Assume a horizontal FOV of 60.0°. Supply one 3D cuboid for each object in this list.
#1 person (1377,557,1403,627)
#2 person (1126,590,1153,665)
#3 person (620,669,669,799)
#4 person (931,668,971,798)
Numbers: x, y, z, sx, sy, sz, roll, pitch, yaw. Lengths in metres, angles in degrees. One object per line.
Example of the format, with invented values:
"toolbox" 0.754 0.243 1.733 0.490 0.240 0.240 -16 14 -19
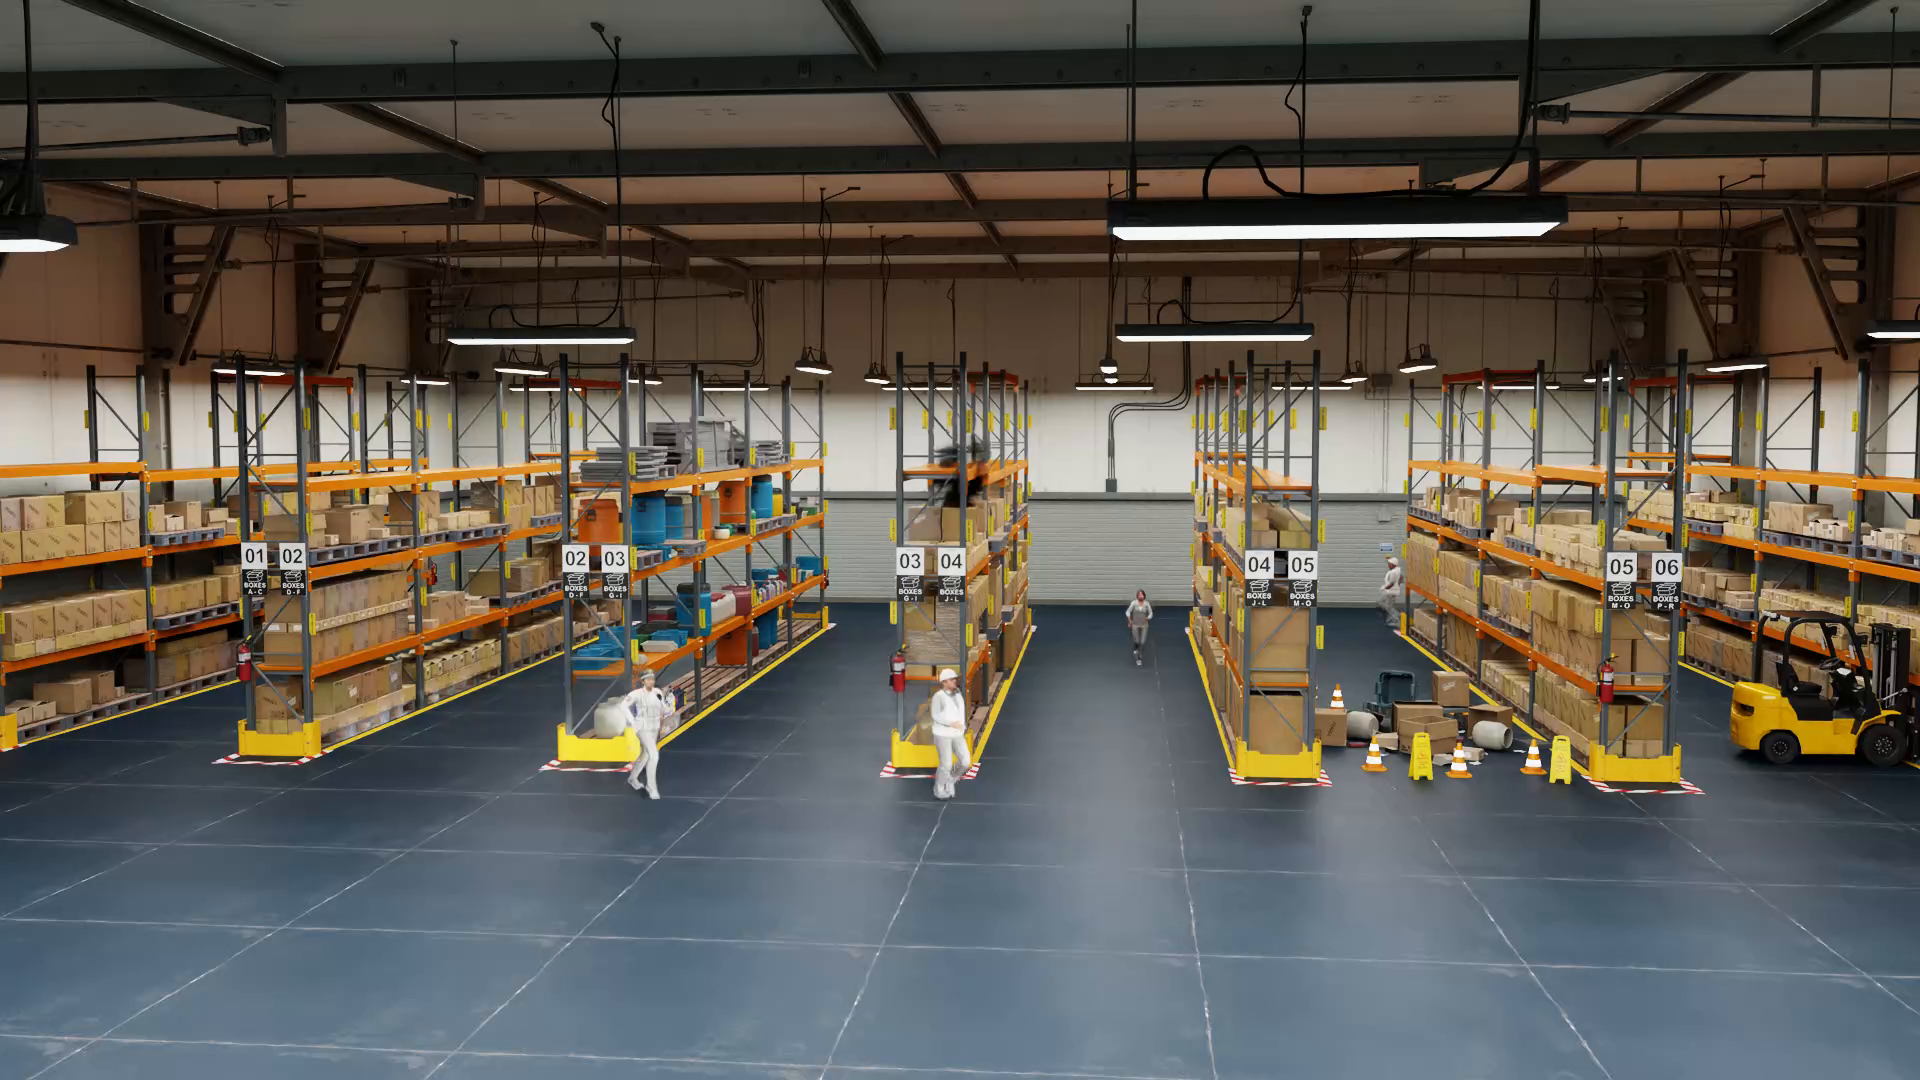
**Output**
"person" 10.453 1.263 40.437 0.617 1.711 0.721 1 4 15
"person" 3.698 1.803 34.209 0.545 1.541 0.544 0 4 2
"person" -4.195 2.587 22.340 0.751 1.757 0.580 3 5 38
"person" -0.095 2.562 21.975 0.680 1.741 0.626 -4 6 -44
